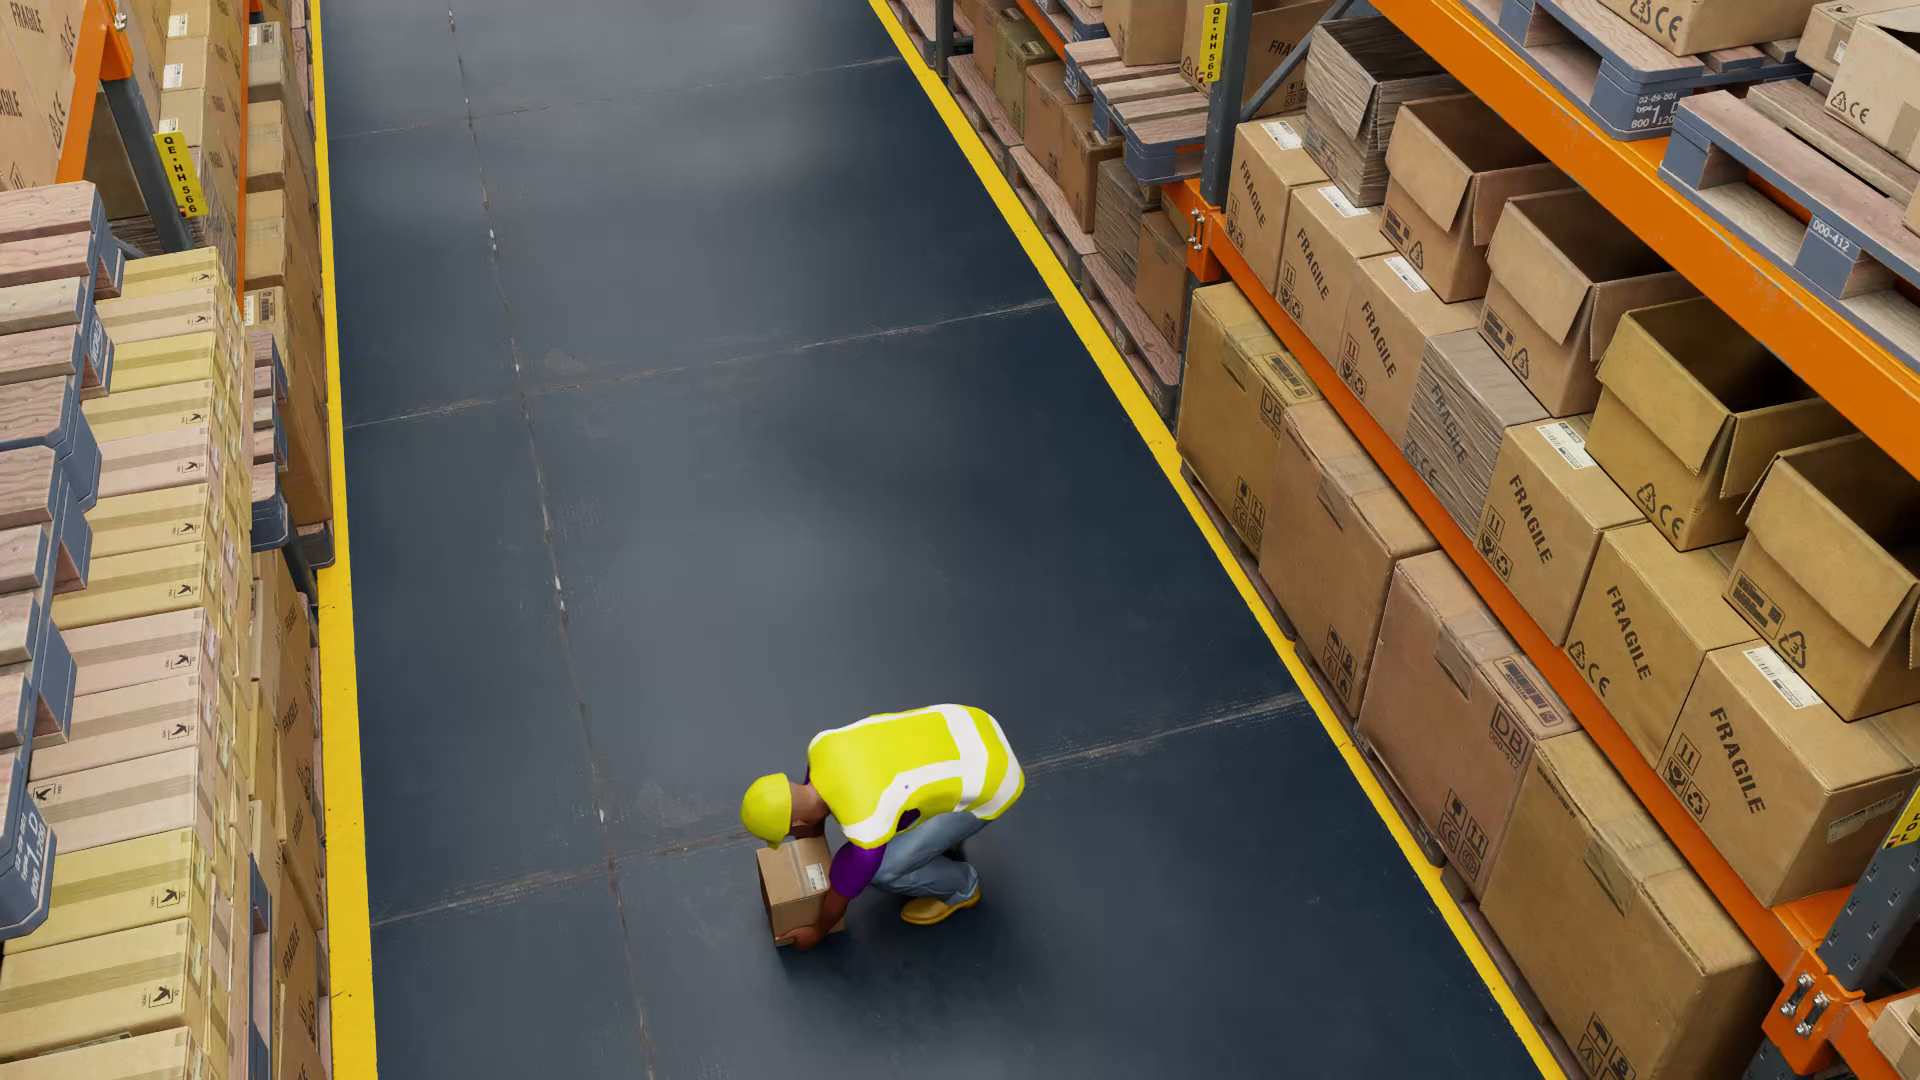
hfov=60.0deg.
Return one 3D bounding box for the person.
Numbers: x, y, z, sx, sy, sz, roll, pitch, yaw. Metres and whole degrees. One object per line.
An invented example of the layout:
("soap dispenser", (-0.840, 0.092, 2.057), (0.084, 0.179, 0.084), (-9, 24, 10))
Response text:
("person", (-0.264, 0.993, 5.775), (0.974, 0.821, 0.522), (-13, 44, -14))
